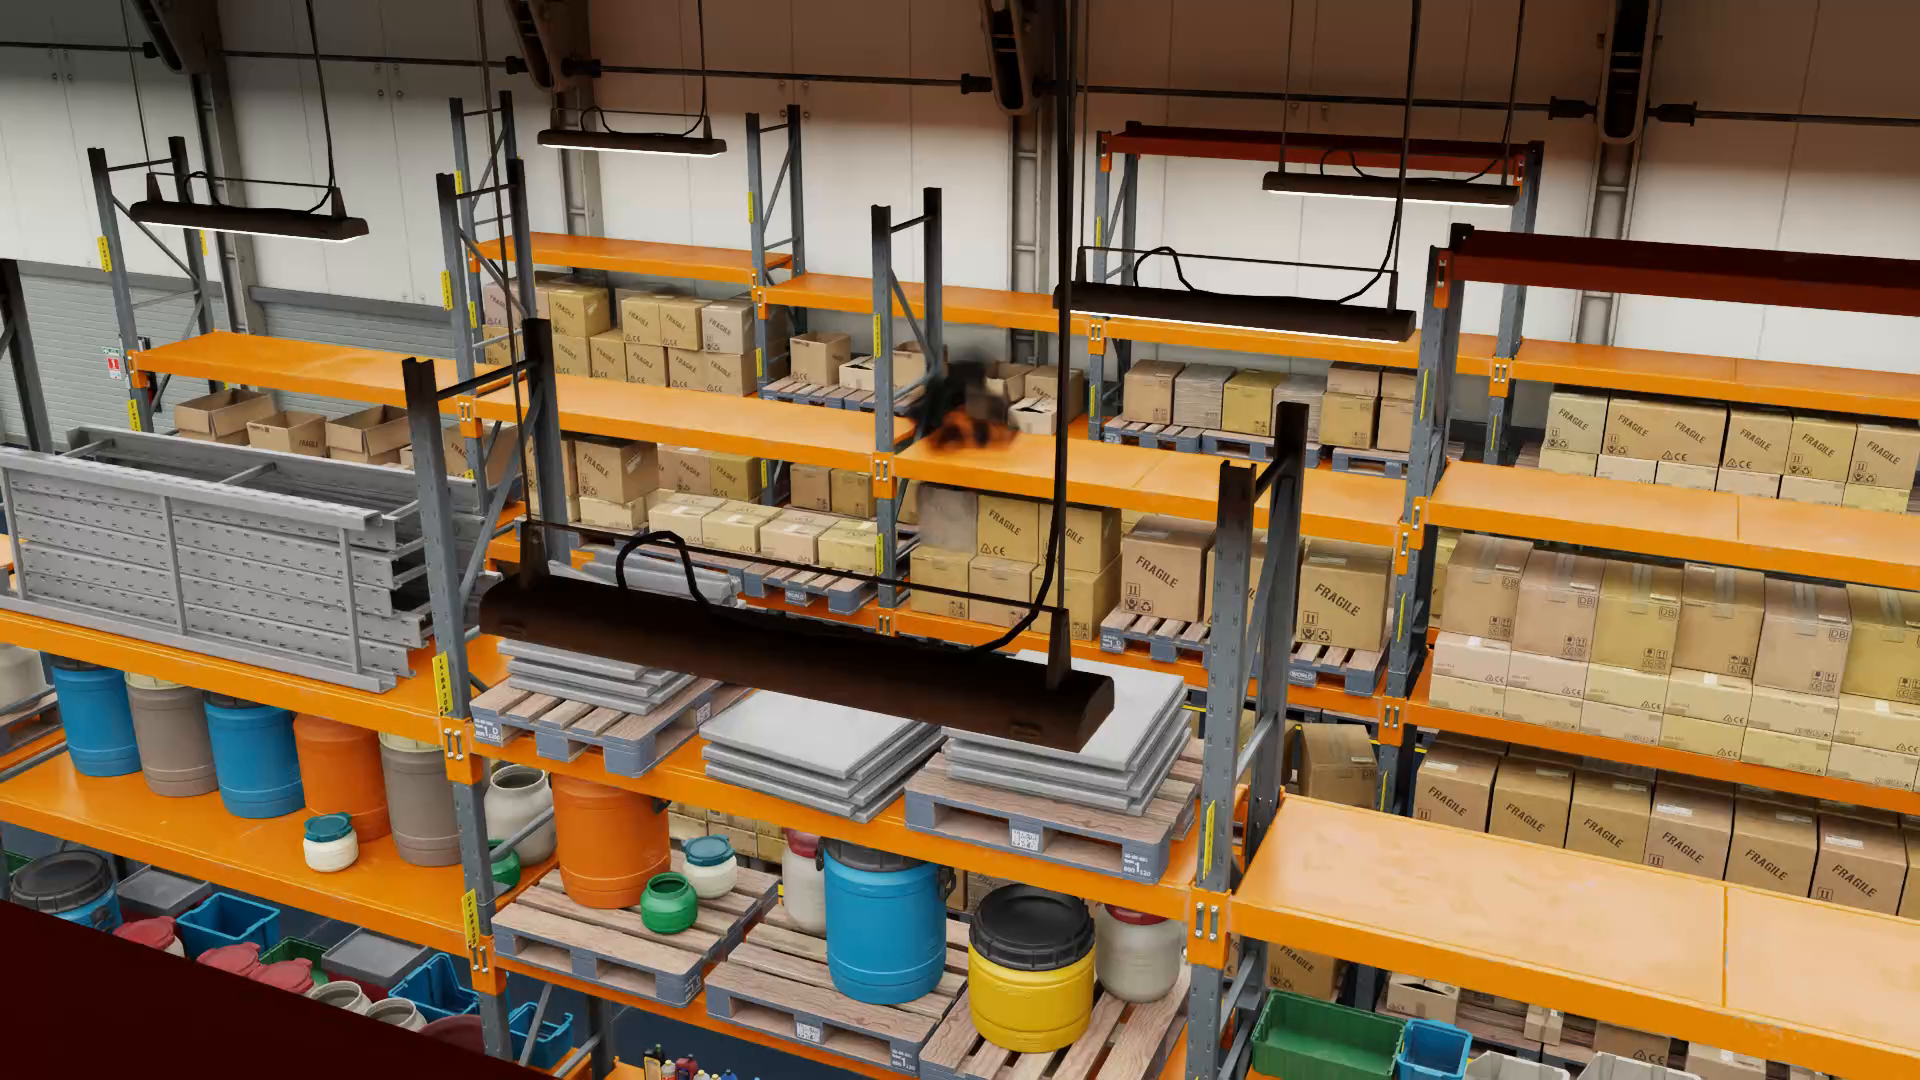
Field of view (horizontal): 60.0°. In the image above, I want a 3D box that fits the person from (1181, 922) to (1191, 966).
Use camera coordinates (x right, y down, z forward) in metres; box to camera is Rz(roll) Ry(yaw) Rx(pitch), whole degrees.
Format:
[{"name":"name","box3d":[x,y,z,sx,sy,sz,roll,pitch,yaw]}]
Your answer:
[{"name":"person","box3d":[1.429,3.350,11.459,1.016,1.705,0.589,7,22,19]}]
